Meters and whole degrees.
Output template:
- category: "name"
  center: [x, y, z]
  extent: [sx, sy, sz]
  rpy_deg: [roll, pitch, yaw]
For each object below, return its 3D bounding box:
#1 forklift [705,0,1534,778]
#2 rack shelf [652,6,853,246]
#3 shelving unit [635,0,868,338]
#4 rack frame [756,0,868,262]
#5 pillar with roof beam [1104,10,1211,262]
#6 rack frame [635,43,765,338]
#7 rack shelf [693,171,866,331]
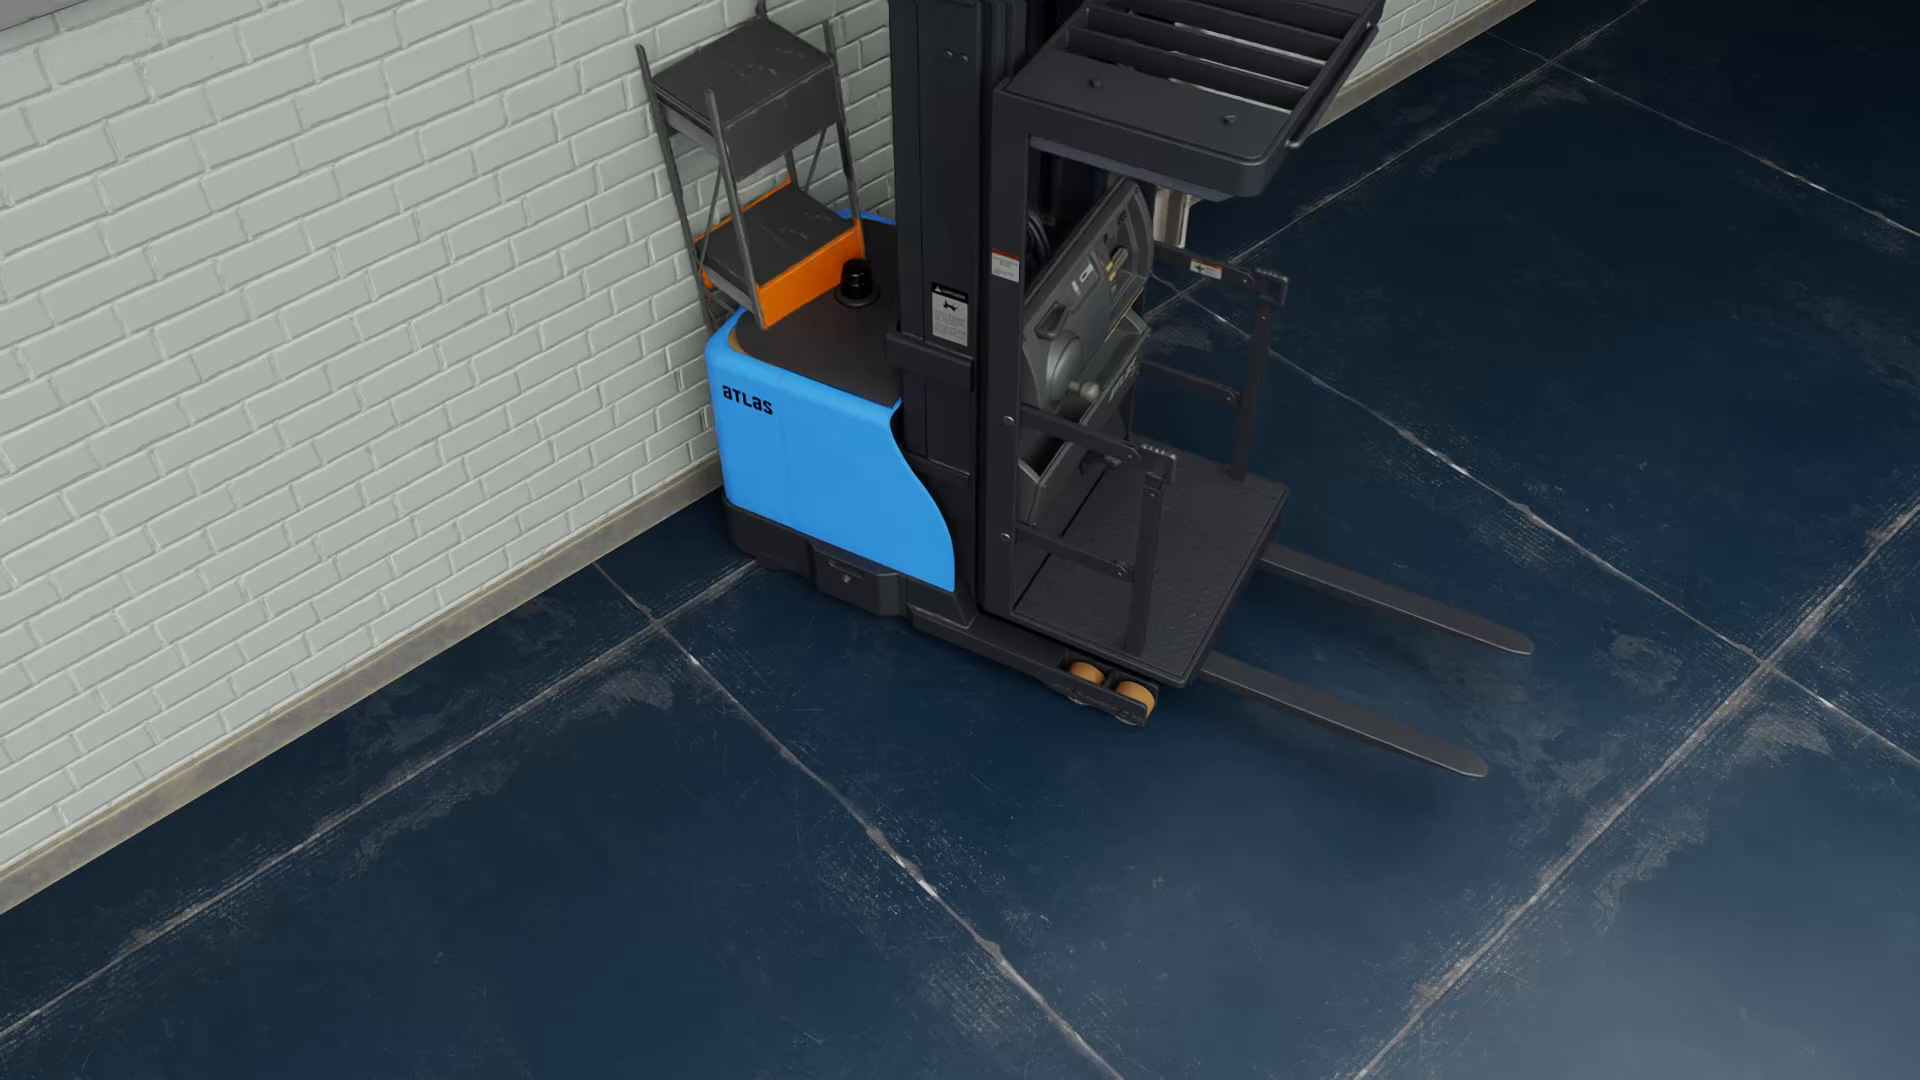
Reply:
- category: "forklift"
  center: [0.613, -0.765, 5.461]
  extent: [3.031, 2.935, 1.130]
  rpy_deg: [21, 51, 18]
- category: "rack shelf"
  center: [-0.707, -1.406, 5.654]
  extent: [0.480, 0.518, 0.431]
  rpy_deg: [-38, 57, -23]
- category: "shelving unit"
  center: [-0.659, -0.975, 6.186]
  extent: [0.503, 2.100, 0.431]
  rpy_deg: [-38, 57, -23]
- category: "rack frame"
  center: [-0.481, -1.112, 6.281]
  extent: [0.015, 2.100, 0.400]
  rpy_deg: [-38, 57, -23]
- category: "pillar with roof beam"
  center: [3.723, -2.043, 2.512]
  extent: [0.400, 9.000, 9.100]
  rpy_deg: [-34, 56, -27]
- category: "rack frame"
  center: [-0.836, -0.837, 6.090]
  extent: [0.015, 2.100, 0.400]
  rpy_deg: [-38, 57, -23]
- category: "rack shelf"
  center: [-0.658, -0.966, 6.196]
  extent: [0.480, 0.518, 0.431]
  rpy_deg: [-38, 57, -23]
